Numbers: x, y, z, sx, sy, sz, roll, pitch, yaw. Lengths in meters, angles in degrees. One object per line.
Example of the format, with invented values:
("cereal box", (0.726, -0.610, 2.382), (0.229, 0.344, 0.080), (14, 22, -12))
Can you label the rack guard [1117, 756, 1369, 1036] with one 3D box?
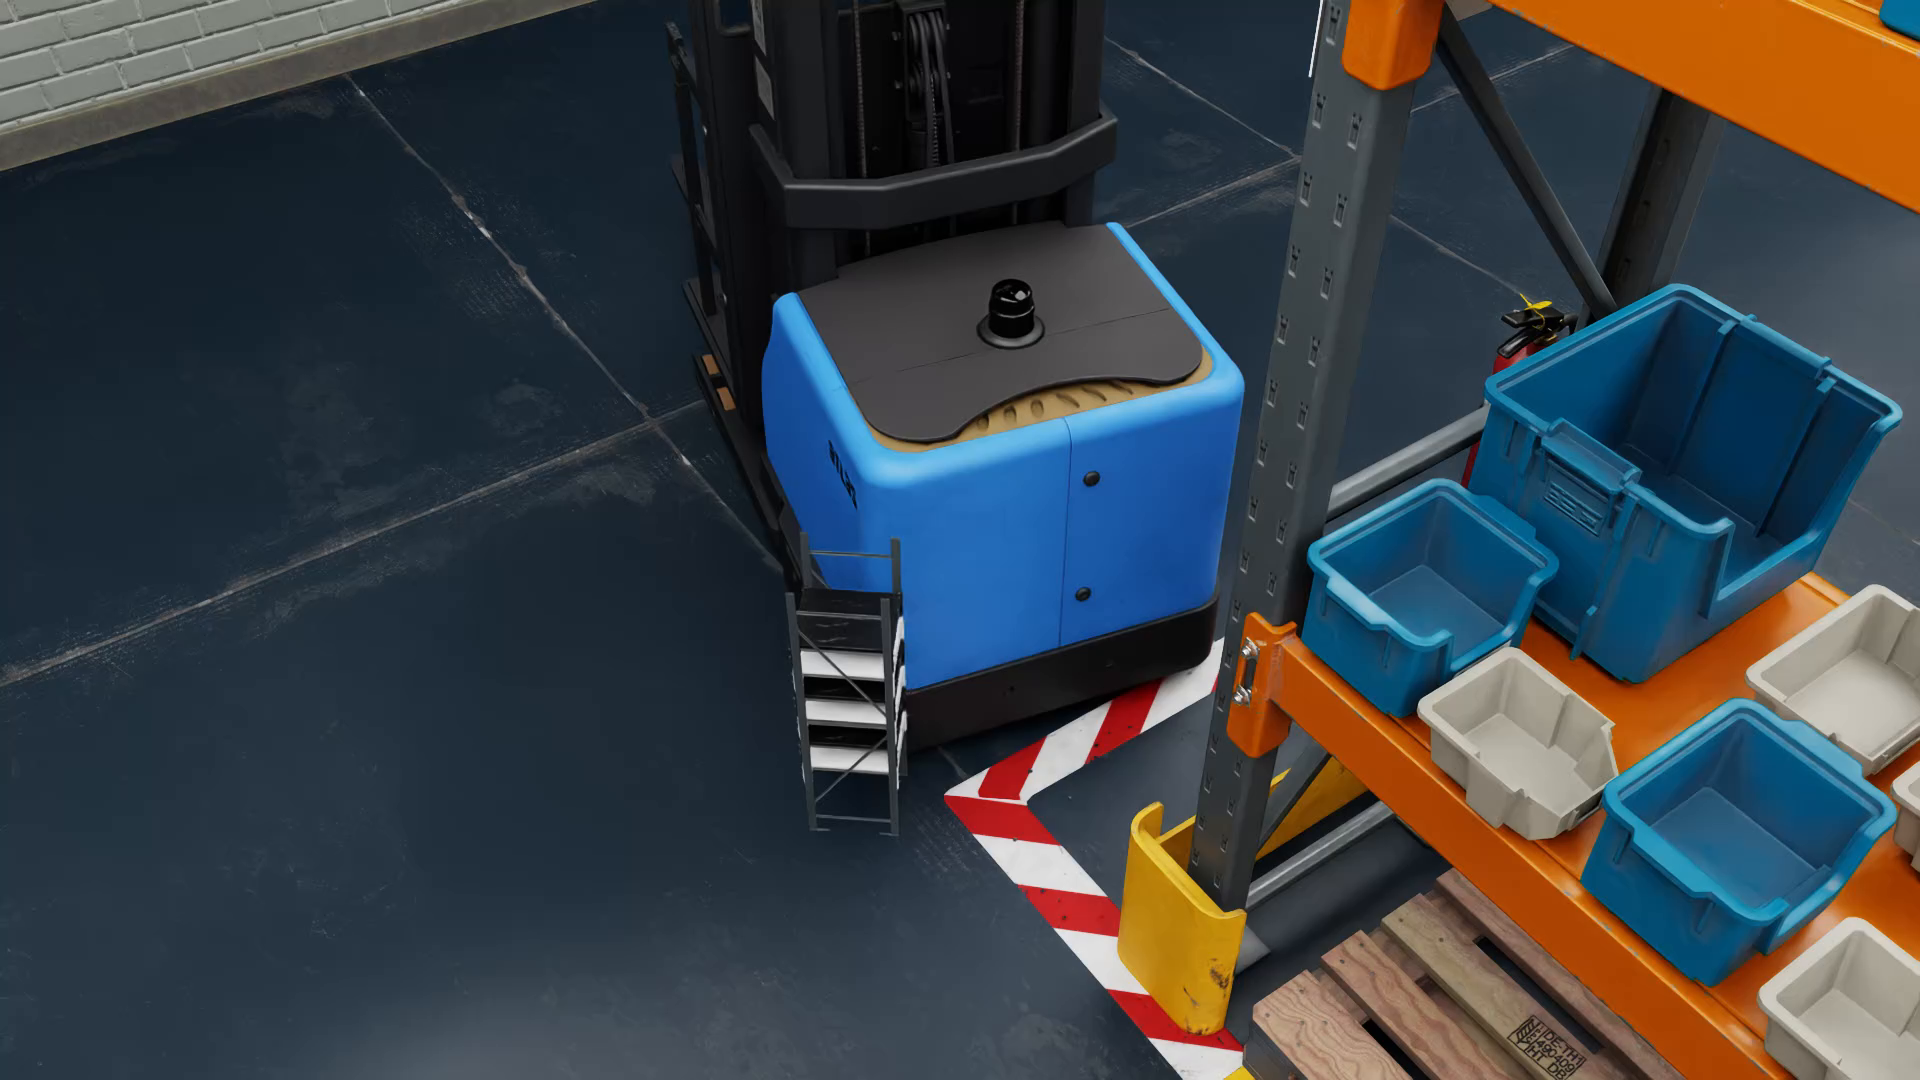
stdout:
("rack guard", (0.946, 0.702, 4.152), (1.175, 0.500, 0.348), (-26, 49, -24))

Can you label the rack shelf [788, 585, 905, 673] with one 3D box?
("rack shelf", (-0.272, 0.214, 4.032), (0.258, 0.077, 0.200), (4, 44, 4))

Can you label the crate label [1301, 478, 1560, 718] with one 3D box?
("crate label", (0.842, 0.115, 3.035), (0.416, 0.233, 0.303), (-26, 49, -24))

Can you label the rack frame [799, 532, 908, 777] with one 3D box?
("rack frame", (-0.263, 0.315, 4.268), (0.240, 0.900, 0.006), (4, 44, 4))

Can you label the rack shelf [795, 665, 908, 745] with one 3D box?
("rack shelf", (-0.272, 0.409, 4.218), (0.258, 0.077, 0.200), (4, 44, 4))

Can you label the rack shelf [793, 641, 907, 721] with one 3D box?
("rack shelf", (-0.272, 0.344, 4.156), (0.258, 0.077, 0.200), (4, 44, 4))

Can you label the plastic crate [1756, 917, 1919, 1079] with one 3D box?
("plastic crate", (1.345, 0.749, 2.441), (0.250, 0.136, 0.298), (-26, 49, -24))

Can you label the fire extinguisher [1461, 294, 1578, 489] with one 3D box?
("fire extinguisher", (1.257, -0.295, 3.713), (0.296, 0.674, 0.183), (-26, 49, -24))

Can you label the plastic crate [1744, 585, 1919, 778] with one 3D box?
("plastic crate", (1.586, 0.271, 2.942), (0.396, 0.136, 0.243), (-26, 49, -24))

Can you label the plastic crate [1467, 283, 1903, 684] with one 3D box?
("plastic crate", (1.315, -0.112, 3.126), (0.616, 0.435, 0.499), (-26, 49, -24))

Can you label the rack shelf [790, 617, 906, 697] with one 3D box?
("rack shelf", (-0.272, 0.279, 4.094), (0.258, 0.077, 0.200), (4, 44, 4))

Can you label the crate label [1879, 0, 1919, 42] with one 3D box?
("crate label", (1.233, -0.574, 1.615), (0.408, 0.251, 0.502), (-26, 49, -24))

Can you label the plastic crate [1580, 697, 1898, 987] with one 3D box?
("plastic crate", (1.218, 0.488, 2.644), (0.416, 0.233, 0.300), (-26, 49, -24))

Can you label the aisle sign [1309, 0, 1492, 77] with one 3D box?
("aisle sign", (0.686, -1.057, 2.302), (0.394, 0.787, 0.004), (-26, 49, -24))

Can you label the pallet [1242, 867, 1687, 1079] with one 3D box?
("pallet", (1.411, 1.298, 3.738), (1.003, 0.211, 1.213), (-26, 49, -24))

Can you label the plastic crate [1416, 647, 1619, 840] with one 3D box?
("plastic crate", (0.957, 0.365, 2.843), (0.250, 0.136, 0.298), (-26, 49, -24))

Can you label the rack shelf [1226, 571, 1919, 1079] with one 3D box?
("rack shelf", (2.115, 1.200, 2.342), (1.077, 0.370, 4.000), (-26, 49, -24))

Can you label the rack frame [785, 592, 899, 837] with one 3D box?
("rack frame", (-0.281, 0.455, 4.122), (0.240, 0.900, 0.006), (4, 44, 4))

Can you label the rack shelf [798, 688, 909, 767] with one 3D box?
("rack shelf", (-0.272, 0.474, 4.280), (0.258, 0.077, 0.200), (4, 44, 4))

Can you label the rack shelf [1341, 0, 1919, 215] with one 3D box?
("rack shelf", (2.115, 0.115, 1.306), (1.077, 0.370, 4.000), (-26, 49, -24))

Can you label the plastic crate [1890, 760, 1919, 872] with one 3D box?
("plastic crate", (1.740, 0.441, 2.764), (0.396, 0.136, 0.243), (-26, 49, -24))

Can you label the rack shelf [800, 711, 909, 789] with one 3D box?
("rack shelf", (-0.272, 0.539, 4.342), (0.258, 0.077, 0.200), (4, 44, 4))

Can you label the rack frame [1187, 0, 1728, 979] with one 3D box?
("rack frame", (0.971, -0.193, 3.280), (1.000, 3.000, 0.127), (-26, 49, -24))

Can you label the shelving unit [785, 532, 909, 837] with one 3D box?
("shelving unit", (-0.272, 0.385, 4.195), (0.258, 0.900, 0.210), (4, 44, 4))

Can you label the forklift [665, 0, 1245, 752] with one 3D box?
("forklift", (-0.274, -1.512, 4.711), (1.130, 2.935, 3.031), (-15, 46, -15))
